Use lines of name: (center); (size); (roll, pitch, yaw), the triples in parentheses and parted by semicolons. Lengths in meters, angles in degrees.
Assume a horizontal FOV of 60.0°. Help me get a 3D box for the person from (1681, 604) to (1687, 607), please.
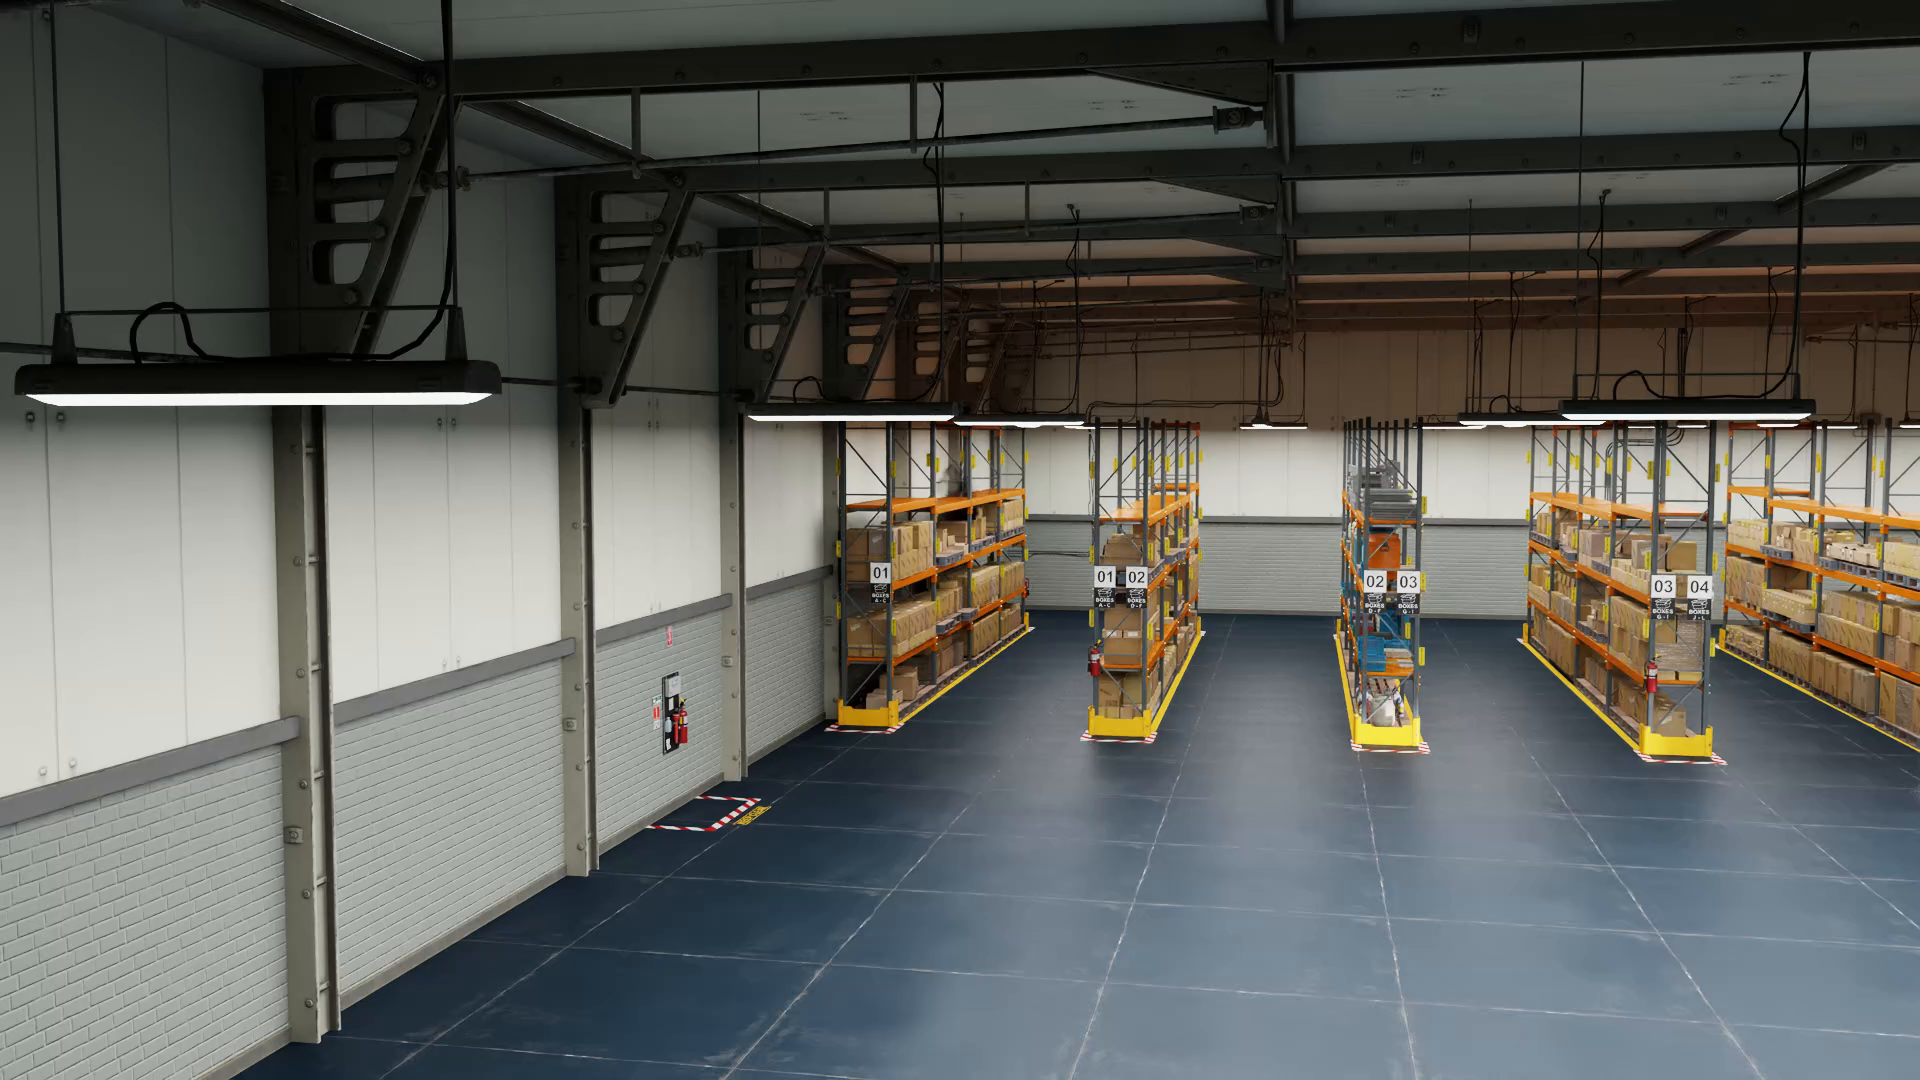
person: (19.382, 1.994, 44.967); (0.811, 1.645, 0.635); (-1, 4, -20)

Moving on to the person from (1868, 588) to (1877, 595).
person: (24.493, 1.983, 44.741); (0.726, 1.742, 0.544); (1, 4, 13)
